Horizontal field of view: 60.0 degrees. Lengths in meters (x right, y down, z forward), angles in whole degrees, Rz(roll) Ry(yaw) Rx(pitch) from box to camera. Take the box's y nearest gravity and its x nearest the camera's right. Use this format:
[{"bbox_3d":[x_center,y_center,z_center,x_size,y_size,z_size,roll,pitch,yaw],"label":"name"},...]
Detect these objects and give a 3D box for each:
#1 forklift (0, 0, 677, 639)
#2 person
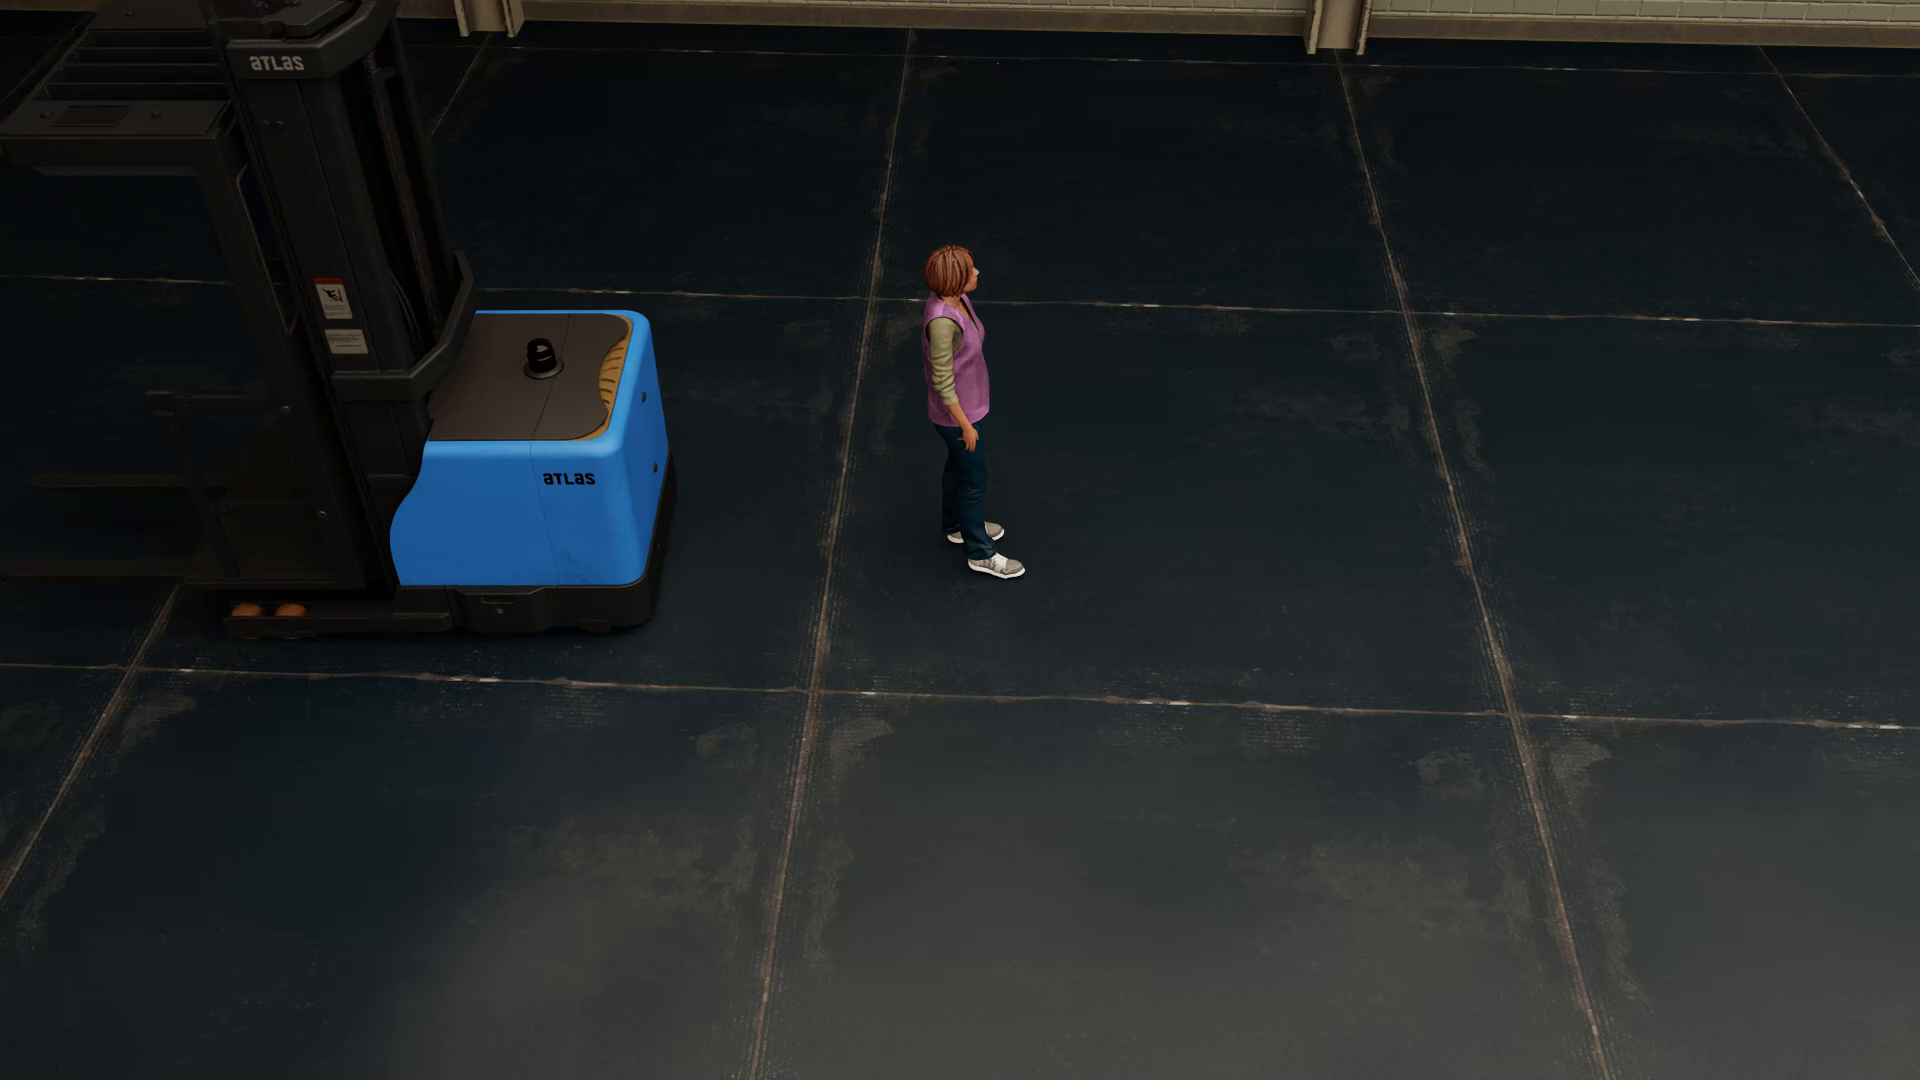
[{"bbox_3d":[-2.889,-0.997,6.835,3.031,2.935,1.130,0,42,0],"label":"forklift"},{"bbox_3d":[0.074,-0.583,7.360,0.473,1.599,0.520,2,42,2],"label":"person"}]
